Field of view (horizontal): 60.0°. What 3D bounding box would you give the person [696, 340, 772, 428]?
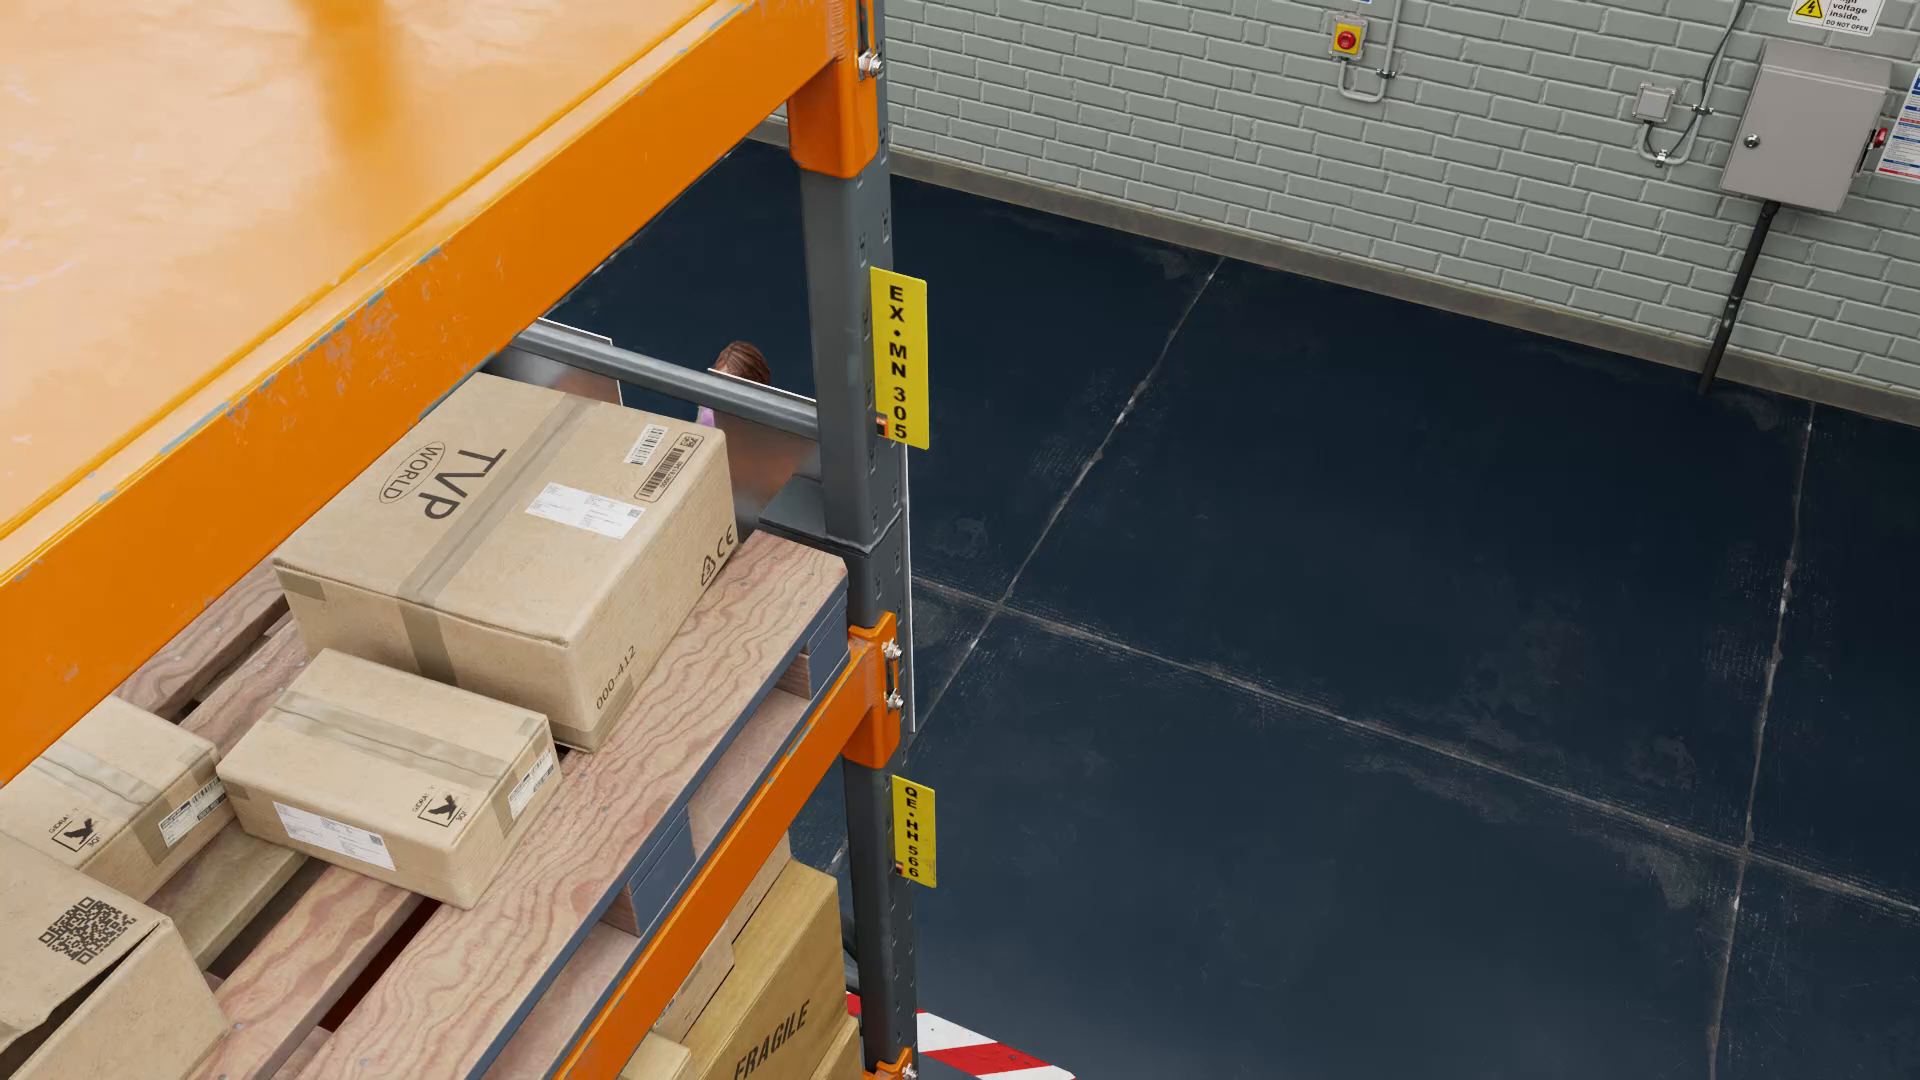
[{"bbox_3d":[-0.834,-0.003,6.176,0.404,1.594,0.494,18,46,19],"label":"person"}]
